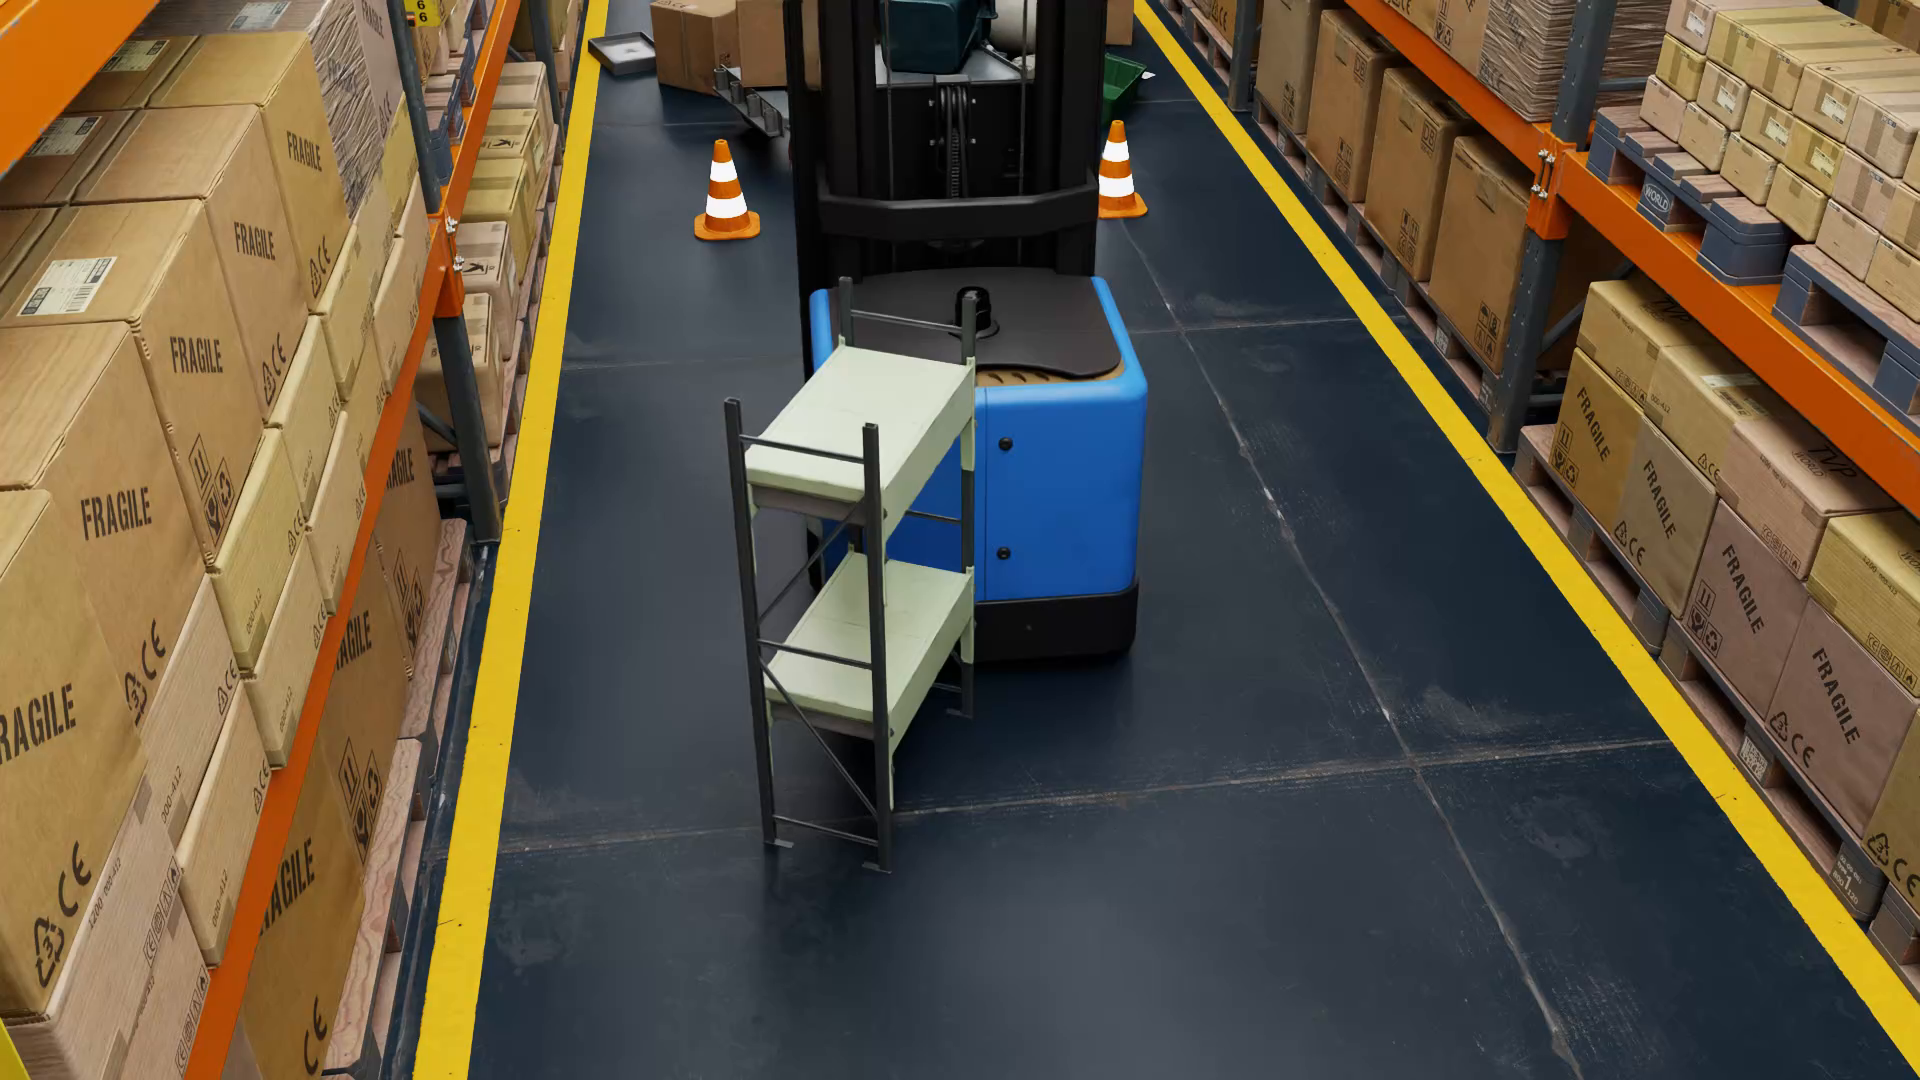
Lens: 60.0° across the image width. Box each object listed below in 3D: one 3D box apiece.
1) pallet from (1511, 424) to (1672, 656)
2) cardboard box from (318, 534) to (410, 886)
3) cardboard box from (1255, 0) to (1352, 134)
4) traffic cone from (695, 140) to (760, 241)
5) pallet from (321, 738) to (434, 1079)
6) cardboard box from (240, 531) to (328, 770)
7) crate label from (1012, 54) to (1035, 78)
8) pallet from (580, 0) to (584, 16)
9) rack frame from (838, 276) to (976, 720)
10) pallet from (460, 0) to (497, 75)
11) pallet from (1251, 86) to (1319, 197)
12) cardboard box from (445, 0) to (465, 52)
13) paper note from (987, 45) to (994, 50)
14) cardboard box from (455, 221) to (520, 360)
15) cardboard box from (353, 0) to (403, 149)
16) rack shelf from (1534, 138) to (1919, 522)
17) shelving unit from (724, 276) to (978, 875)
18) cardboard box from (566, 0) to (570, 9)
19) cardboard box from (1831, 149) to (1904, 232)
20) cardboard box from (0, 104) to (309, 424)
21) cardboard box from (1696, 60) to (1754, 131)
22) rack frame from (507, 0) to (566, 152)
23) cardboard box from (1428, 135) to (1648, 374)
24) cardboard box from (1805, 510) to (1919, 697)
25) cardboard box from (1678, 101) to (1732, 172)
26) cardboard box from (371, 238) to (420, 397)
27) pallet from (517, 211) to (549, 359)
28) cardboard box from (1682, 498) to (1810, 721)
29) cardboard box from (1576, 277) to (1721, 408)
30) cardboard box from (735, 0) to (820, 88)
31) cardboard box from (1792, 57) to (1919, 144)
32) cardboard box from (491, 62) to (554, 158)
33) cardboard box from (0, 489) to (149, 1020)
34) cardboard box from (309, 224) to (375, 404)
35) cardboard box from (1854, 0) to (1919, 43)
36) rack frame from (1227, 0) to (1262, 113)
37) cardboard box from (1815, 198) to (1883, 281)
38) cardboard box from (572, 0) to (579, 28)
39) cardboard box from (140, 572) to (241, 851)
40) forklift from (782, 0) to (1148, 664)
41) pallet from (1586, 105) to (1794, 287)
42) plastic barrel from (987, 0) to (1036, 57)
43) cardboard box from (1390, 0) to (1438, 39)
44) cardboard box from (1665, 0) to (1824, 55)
[{"bbox_3d":[2.771,-0.063,6.155,1.003,0.211,1.213,-4,35,-6],"label":"pallet"},{"bbox_3d":[-2.098,0.374,4.551,0.875,0.875,0.875,-4,34,-6],"label":"cardboard box"},{"bbox_3d":[2.302,-2.788,9.302,1.050,0.750,0.750,-5,35,-7],"label":"cardboard box"},{"bbox_3d":[-1.208,-1.818,8.507,0.336,0.463,0.334,-4,35,-6],"label":"traffic cone"},{"bbox_3d":[-2.032,1.057,4.511,1.003,0.211,1.213,-4,35,-6],"label":"pallet"},{"bbox_3d":[-1.608,0.233,3.378,0.500,0.250,0.500,-5,35,-7],"label":"cardboard box"},{"bbox_3d":[0.452,-2.953,10.461,0.250,0.136,0.298,27,43,34],"label":"crate label"},{"bbox_3d":[-3.216,-4.034,11.982,1.003,0.211,1.213,-4,35,-6],"label":"pallet"},{"bbox_3d":[-0.148,-0.079,5.034,0.400,1.500,0.023,11,36,16],"label":"rack frame"},{"bbox_3d":[-2.531,-2.243,7.047,1.003,0.211,1.213,-4,35,-6],"label":"pallet"},{"bbox_3d":[2.308,-2.306,9.447,1.003,0.211,1.213,-4,35,-6],"label":"pallet"},{"bbox_3d":[-2.096,-1.957,6.308,0.380,0.149,0.250,-4,34,-6],"label":"cardboard box"},{"bbox_3d":[0.133,-3.273,11.032,0.172,0.023,0.155,7,35,10],"label":"paper note"},{"bbox_3d":[-2.397,-1.035,7.066,0.950,0.372,0.625,-5,35,-7],"label":"cardboard box"},{"bbox_3d":[-1.895,-1.406,4.673,0.500,0.500,0.500,-5,35,-8],"label":"cardboard box"},{"bbox_3d":[2.936,-0.238,4.575,1.077,0.370,4.000,-4,35,-6],"label":"rack shelf"},{"bbox_3d":[-0.268,0.116,4.748,0.431,1.500,0.755,11,36,16],"label":"shelving unit"},{"bbox_3d":[-2.658,-3.447,10.047,0.500,0.500,0.500,-3,34,-4],"label":"cardboard box"},{"bbox_3d":[2.678,-0.980,4.610,0.380,0.149,0.250,-4,35,-6],"label":"cardboard box"},{"bbox_3d":[-1.697,-0.560,3.431,0.500,0.500,0.500,-5,35,-7],"label":"cardboard box"},{"bbox_3d":[2.572,-1.408,5.239,0.380,0.149,0.250,-3,34,-4],"label":"cardboard box"},{"bbox_3d":[-2.762,-3.452,8.652,1.000,3.000,0.127,-4,35,-6],"label":"rack frame"},{"bbox_3d":[2.675,-1.242,7.034,1.050,0.750,0.750,-5,35,-7],"label":"cardboard box"},{"bbox_3d":[2.714,0.152,4.544,0.500,0.250,0.500,-6,35,-8],"label":"cardboard box"},{"bbox_3d":[2.563,-1.307,5.354,0.380,0.149,0.250,-3,34,-4],"label":"cardboard box"},{"bbox_3d":[-1.815,-0.612,4.617,0.500,0.250,0.500,-4,34,-6],"label":"cardboard box"},{"bbox_3d":[-2.489,-1.183,7.799,1.003,0.211,1.213,-4,35,-6],"label":"pallet"},{"bbox_3d":[2.654,0.188,5.157,0.500,0.500,0.500,-5,35,-8],"label":"cardboard box"},{"bbox_3d":[2.520,-0.699,5.793,0.500,0.250,0.500,-6,35,-9],"label":"cardboard box"},{"bbox_3d":[-1.002,-2.884,9.365,0.500,0.500,0.500,-4,35,-6],"label":"cardboard box"},{"bbox_3d":[2.640,-1.260,4.757,0.380,0.149,0.250,-6,35,-8],"label":"cardboard box"},{"bbox_3d":[-2.689,-2.248,8.845,0.950,0.372,0.625,-4,34,-6],"label":"cardboard box"},{"bbox_3d":[-1.460,0.290,2.184,0.500,0.500,0.500,-4,34,-6],"label":"cardboard box"},{"bbox_3d":[-1.746,-0.544,4.074,0.500,0.250,0.500,-5,35,-8],"label":"cardboard box"},{"bbox_3d":[3.188,-1.728,5.444,0.380,0.149,0.250,-6,35,-8],"label":"cardboard box"},{"bbox_3d":[2.129,-3.884,9.285,1.000,3.000,0.127,-4,35,-6],"label":"rack frame"},{"bbox_3d":[2.676,-0.857,4.694,0.380,0.149,0.250,-3,34,-5],"label":"cardboard box"},{"bbox_3d":[-2.731,-3.432,10.692,0.500,0.250,0.500,-5,35,-7],"label":"cardboard box"},{"bbox_3d":[-1.564,0.312,2.818,0.500,0.250,0.500,-4,34,-6],"label":"cardboard box"},{"bbox_3d":[-0.077,-1.596,5.990,1.130,2.935,3.031,-3,34,-5],"label":"forklift"},{"bbox_3d":[2.869,-1.183,5.492,1.213,0.211,1.003,-4,35,-6],"label":"pallet"},{"bbox_3d":[0.457,-3.336,10.769,0.512,0.421,0.421,20,39,26],"label":"plastic barrel"},{"bbox_3d":[2.208,-2.481,7.139,0.500,0.500,0.500,-5,35,-7],"label":"cardboard box"},{"bbox_3d":[2.538,-1.692,5.391,0.380,0.149,0.250,-4,35,-6],"label":"cardboard box"}]
